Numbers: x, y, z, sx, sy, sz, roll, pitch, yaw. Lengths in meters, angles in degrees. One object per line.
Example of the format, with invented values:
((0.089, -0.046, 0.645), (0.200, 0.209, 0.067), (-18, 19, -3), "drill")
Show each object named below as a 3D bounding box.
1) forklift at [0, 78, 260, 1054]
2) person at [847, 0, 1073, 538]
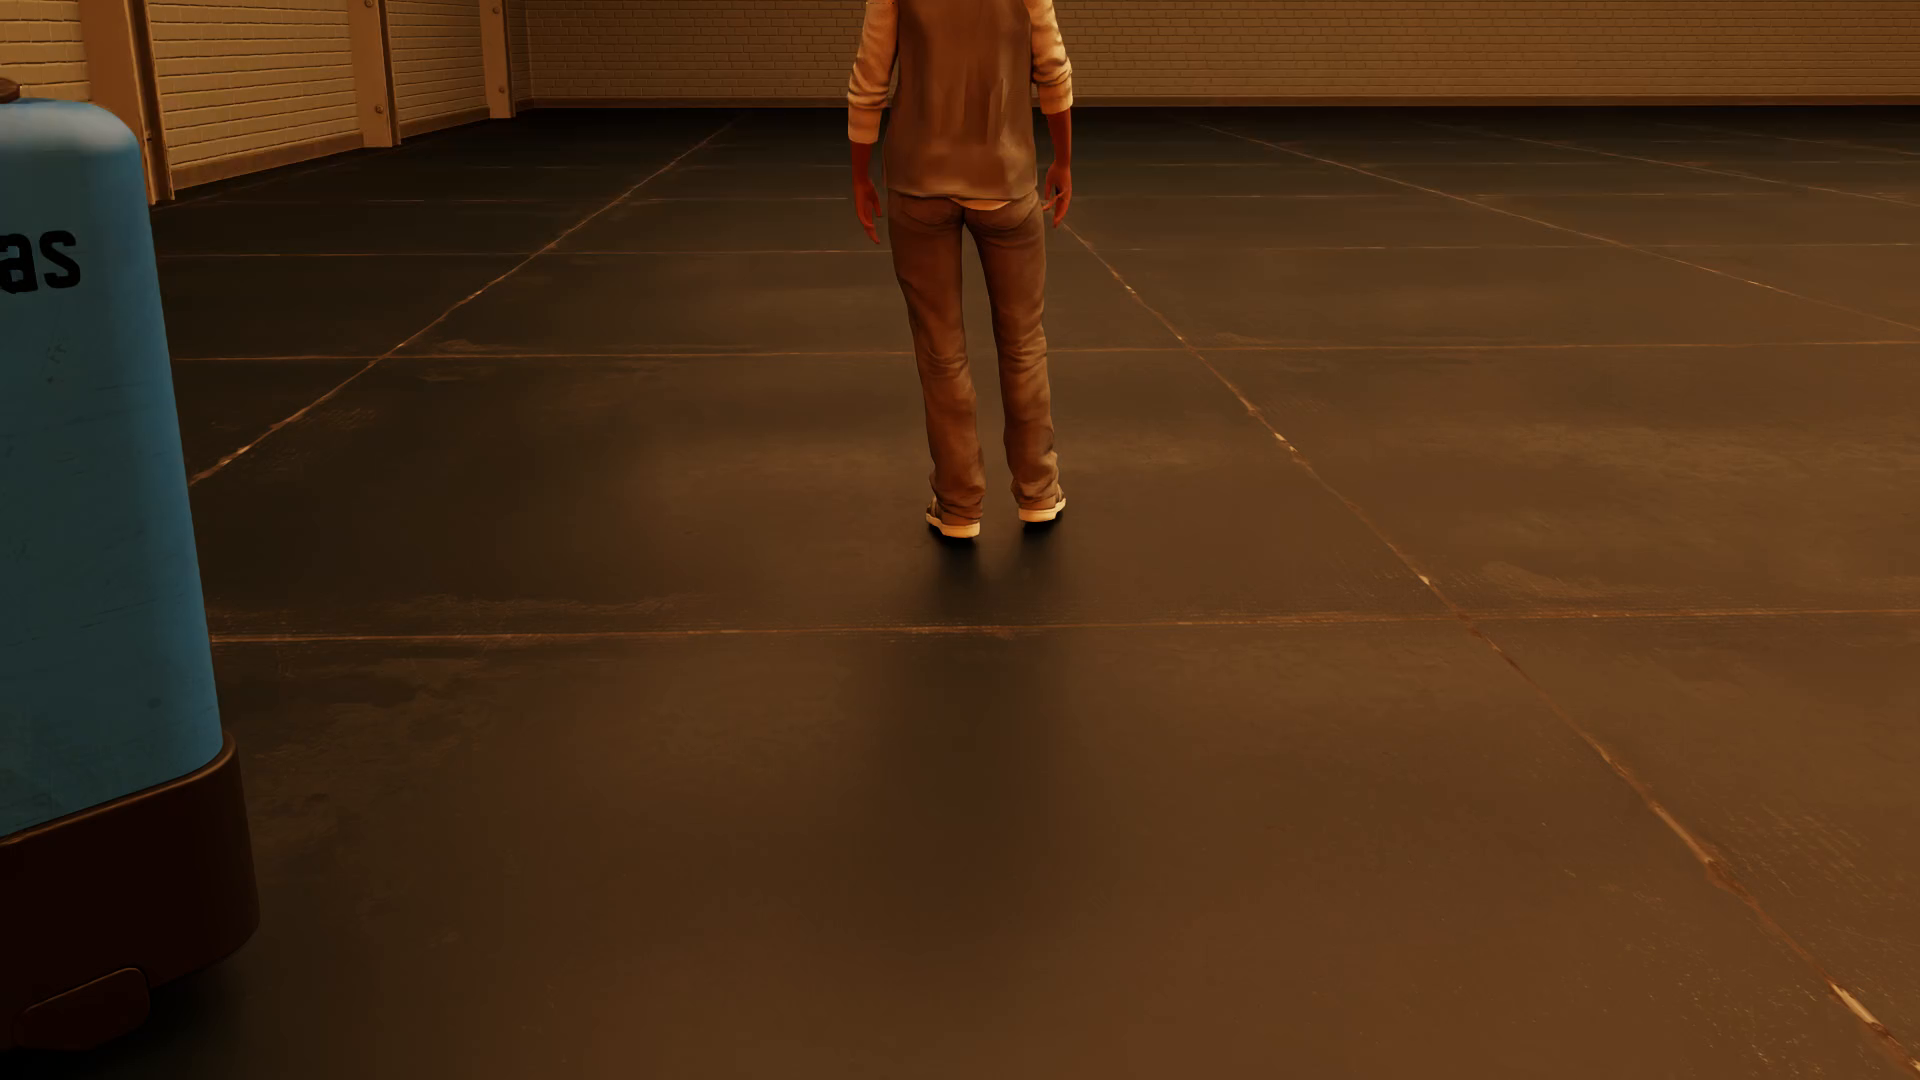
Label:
((-2.206, -0.603, 0.879), (1.130, 2.935, 3.031), (14, 22, 38), "forklift")
((0.010, -0.792, 3.755), (0.521, 1.599, 0.473), (-1, 17, -3), "person")
